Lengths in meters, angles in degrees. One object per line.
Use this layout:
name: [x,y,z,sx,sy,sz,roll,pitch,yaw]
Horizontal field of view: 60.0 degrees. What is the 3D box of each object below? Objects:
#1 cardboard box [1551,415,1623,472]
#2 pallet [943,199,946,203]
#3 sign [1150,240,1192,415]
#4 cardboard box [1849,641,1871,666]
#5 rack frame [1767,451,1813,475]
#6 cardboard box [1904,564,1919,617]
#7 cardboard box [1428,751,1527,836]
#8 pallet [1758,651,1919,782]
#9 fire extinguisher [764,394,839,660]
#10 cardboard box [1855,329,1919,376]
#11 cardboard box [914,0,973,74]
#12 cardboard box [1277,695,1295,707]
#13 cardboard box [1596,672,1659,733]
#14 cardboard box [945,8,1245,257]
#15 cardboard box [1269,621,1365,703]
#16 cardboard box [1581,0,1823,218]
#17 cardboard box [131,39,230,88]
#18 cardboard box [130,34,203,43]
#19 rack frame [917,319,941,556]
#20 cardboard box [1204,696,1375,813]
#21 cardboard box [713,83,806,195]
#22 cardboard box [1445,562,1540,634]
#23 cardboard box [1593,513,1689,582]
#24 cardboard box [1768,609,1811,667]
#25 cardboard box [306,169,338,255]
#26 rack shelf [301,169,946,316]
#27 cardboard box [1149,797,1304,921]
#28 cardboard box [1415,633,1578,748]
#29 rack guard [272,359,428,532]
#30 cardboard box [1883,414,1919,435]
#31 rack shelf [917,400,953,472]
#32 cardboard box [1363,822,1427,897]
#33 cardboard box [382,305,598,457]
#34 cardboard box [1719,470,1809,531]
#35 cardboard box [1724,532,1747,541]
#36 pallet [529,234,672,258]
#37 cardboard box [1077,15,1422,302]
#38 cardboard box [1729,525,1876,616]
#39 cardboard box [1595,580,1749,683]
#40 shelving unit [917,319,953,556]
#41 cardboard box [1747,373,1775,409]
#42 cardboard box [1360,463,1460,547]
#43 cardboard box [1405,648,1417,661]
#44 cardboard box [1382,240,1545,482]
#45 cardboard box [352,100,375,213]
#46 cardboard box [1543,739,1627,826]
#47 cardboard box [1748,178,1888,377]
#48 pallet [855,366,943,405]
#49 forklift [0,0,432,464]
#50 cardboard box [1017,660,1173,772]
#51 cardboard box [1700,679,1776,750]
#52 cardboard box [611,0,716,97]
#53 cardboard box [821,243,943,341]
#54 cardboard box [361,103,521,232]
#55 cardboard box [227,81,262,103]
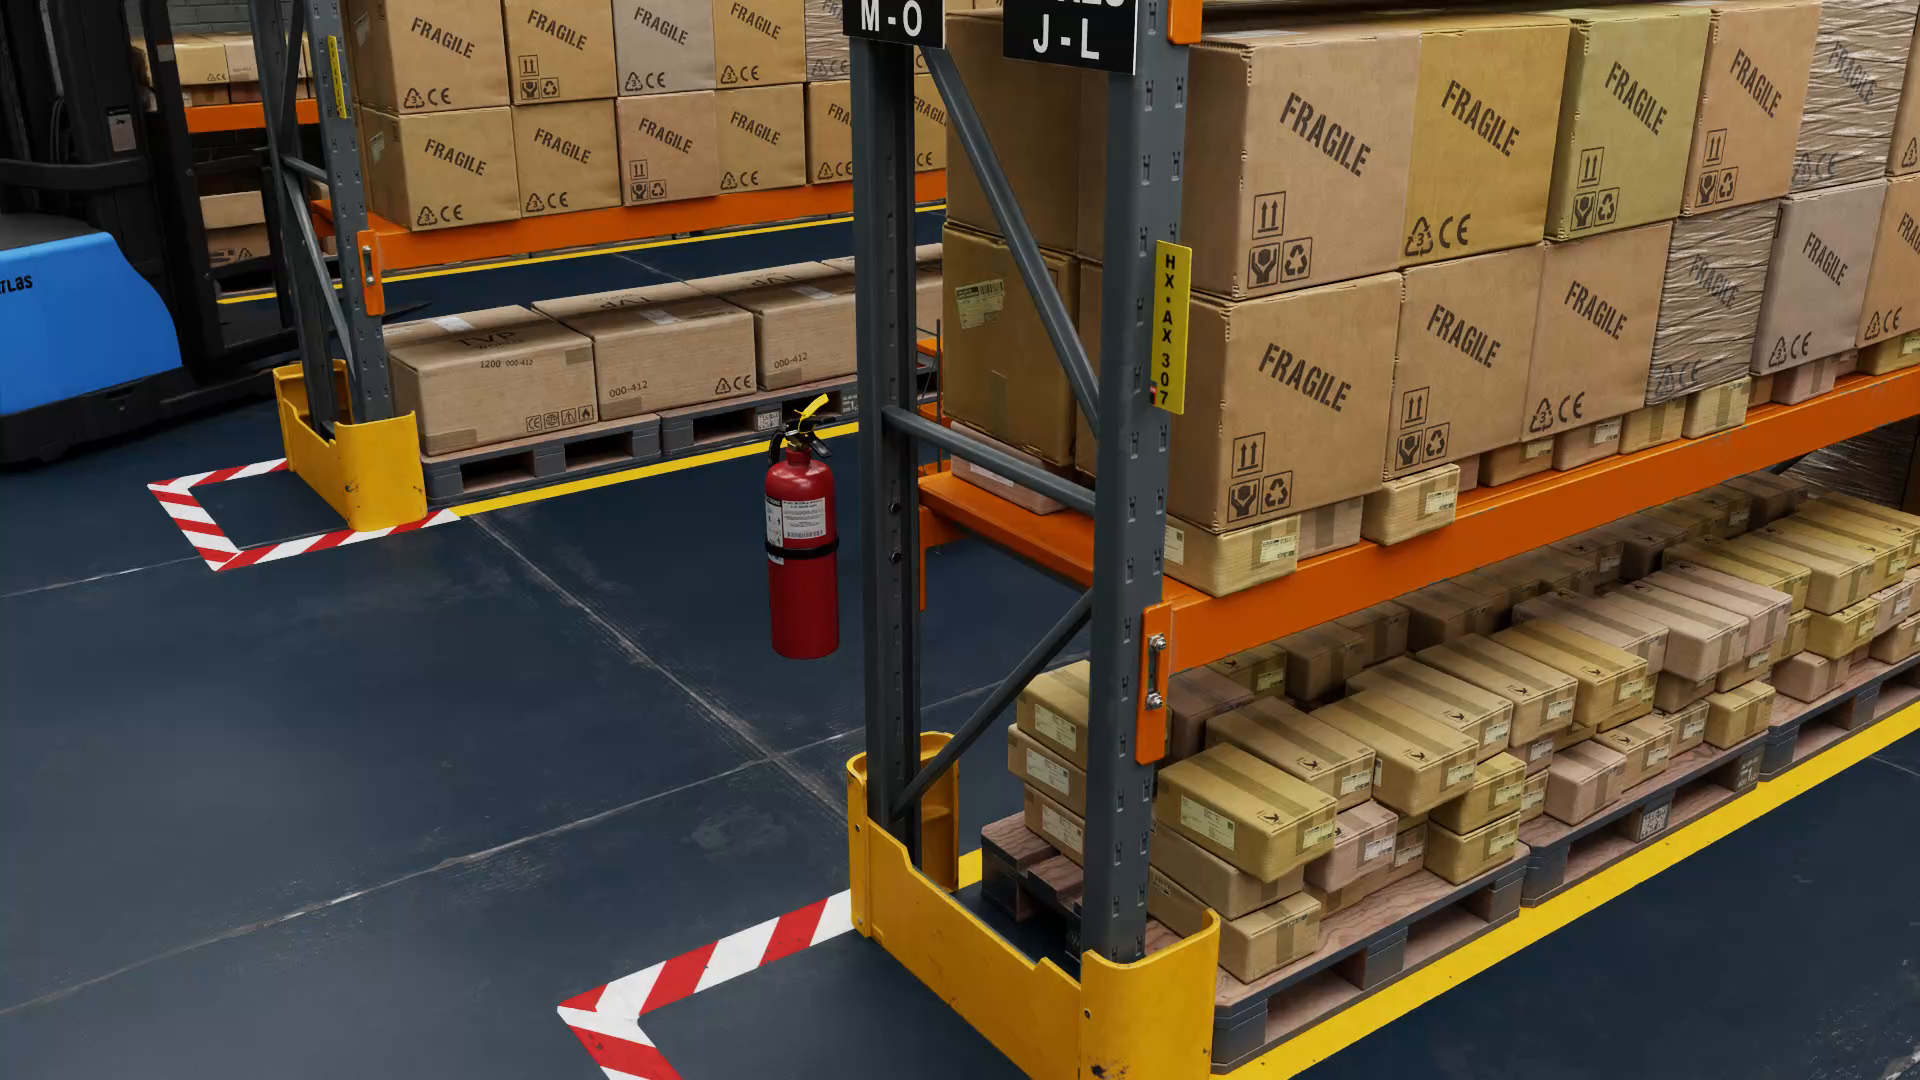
cardboard box: [1.554,-0.327,4.508,0.250,0.149,0.380,-16,27,-34]
pallet: [0.076,-3.415,15.670,1.213,0.211,1.003,-15,26,-33]
sign: [0.403,-0.408,3.203,0.005,0.325,0.100,-15,26,-33]
cardboard box: [2.953,0.313,5.846,0.250,0.149,0.380,-14,26,-31]
rack frame: [3.332,-1.035,5.943,0.127,3.000,1.000,-15,26,-33]
cardboard box: [3.262,0.120,5.927,0.250,0.149,0.380,-14,26,-32]
cardboard box: [1.335,0.641,4.622,0.250,0.149,0.380,-14,26,-31]
pallet: [2.808,0.416,6.068,1.213,0.211,1.003,-15,26,-33]
fire extinguisher: [-0.389,-0.044,4.068,0.183,0.674,0.296,-15,26,-33]
cardboard box: [2.840,-0.658,5.336,0.250,0.149,0.380,-14,26,-31]
cardboard box: [-0.279,-2.720,8.683,0.500,0.500,0.500,-15,26,-34]
cardboard box: [0.768,0.509,4.953,0.250,0.149,0.380,-16,27,-35]
cardboard box: [1.916,0.428,5.155,0.250,0.149,0.380,-14,25,-30]
cardboard box: [0.312,-0.992,3.950,0.500,0.500,0.500,-16,27,-34]
cardboard box: [0.988,0.324,5.013,0.250,0.149,0.380,-16,27,-35]
cardboard box: [1.858,-1.164,4.380,0.500,0.500,0.500,-16,27,-34]
cardboard box: [-5.264,-3.215,11.206,0.500,0.250,0.500,-15,26,-33]
cardboard box: [-5.571,-3.377,11.613,0.500,0.250,0.500,-14,26,-31]
rack frame: [-0.142,-0.450,7.107,0.008,1.050,0.200,-15,26,-33]
cardboard box: [0.863,0.577,4.381,0.250,0.149,0.380,-14,26,-32]
cardboard box: [-1.116,-2.036,8.317,0.500,0.500,0.500,-14,26,-31]
cardboard box: [1.648,0.161,5.424,0.250,0.149,0.380,-15,26,-33]
cardboard box: [2.299,0.005,5.815,0.250,0.149,0.380,-16,27,-34]
cardboard box: [2.582,0.270,5.551,0.250,0.149,0.380,-15,26,-32]
cardboard box: [-4.521,-2.440,12.270,0.500,0.500,0.700,-14,26,-31]
rack shelf: [-1.264,-1.735,8.668,4.000,0.370,1.077,-15,26,-33]
cardboard box: [0.661,0.786,4.259,0.250,0.149,0.380,-14,26,-31]
cardboard box: [1.526,0.425,4.762,0.250,0.149,0.380,-14,26,-31]
rack guard: [-2.907,-0.470,7.900,0.348,0.500,1.175,-15,26,-33]
cardboard box: [3.789,-0.655,6.784,0.500,0.250,0.500,-16,27,-34]
rack shelf: [-0.043,-0.466,7.177,0.240,0.259,0.215,-15,26,-33]
cardboard box: [1.060,0.806,4.610,0.250,0.149,0.380,-15,26,-32]
cardboard box: [-2.410,-0.814,8.280,0.875,0.438,0.875,-16,27,-35]
cardboard box: [2.932,-0.170,6.252,0.250,0.149,0.380,-14,26,-31]
cardboard box: [2.698,0.020,6.178,0.250,0.149,0.380,-15,26,-32]
pallet: [-3.100,-2.551,13.505,1.213,0.211,1.003,-15,26,-33]
cardboard box: [0.605,-0.835,3.557,0.500,0.500,0.500,-15,26,-33]
cardboard box: [2.814,0.096,5.585,0.250,0.149,0.380,-15,26,-33]
cardboard box: [2.180,0.278,5.131,0.250,0.149,0.380,-16,27,-35]
shelving unit: [-0.043,-0.476,7.173,0.252,1.050,0.215,-15,26,-33]
cardboard box: [2.175,-0.502,4.947,0.250,0.149,0.380,-15,26,-34]
cardboard box: [0.972,-0.134,4.023,0.250,0.149,0.380,-16,27,-34]
cardboard box: [1.400,0.343,5.369,0.250,0.149,0.380,-13,25,-30]
cardboard box: [1.031,-0.491,4.044,0.500,0.500,0.500,-15,26,-33]
cardboard box: [-2.650,-1.867,7.893,0.500,0.500,0.500,-15,26,-33]
cardboard box: [1.736,0.672,4.946,0.250,0.149,0.380,-16,27,-35]
cardboard box: [2.278,-0.811,4.844,0.500,0.500,0.500,-15,26,-33]
pallet: [-0.303,-1.066,9.783,1.213,0.211,1.003,-15,26,-33]
forklift: [-4.381,-2.239,9.052,1.130,2.935,3.031,12,24,27]
cardboard box: [0.367,0.493,4.591,0.250,0.149,0.380,-15,26,-32]
cardboard box: [2.373,0.506,5.362,0.250,0.149,0.380,-15,26,-33]
cardboard box: [-1.503,-2.393,7.862,0.500,0.500,0.500,-15,26,-33]
cardboard box: [-0.213,-1.404,9.757,0.875,0.438,0.875,-15,26,-34]
cardboard box: [-2.330,-1.700,7.475,0.500,0.500,0.500,-15,26,-33]
cardboard box: [-4.990,-3.137,11.550,0.250,0.149,0.380,-15,26,-34]
